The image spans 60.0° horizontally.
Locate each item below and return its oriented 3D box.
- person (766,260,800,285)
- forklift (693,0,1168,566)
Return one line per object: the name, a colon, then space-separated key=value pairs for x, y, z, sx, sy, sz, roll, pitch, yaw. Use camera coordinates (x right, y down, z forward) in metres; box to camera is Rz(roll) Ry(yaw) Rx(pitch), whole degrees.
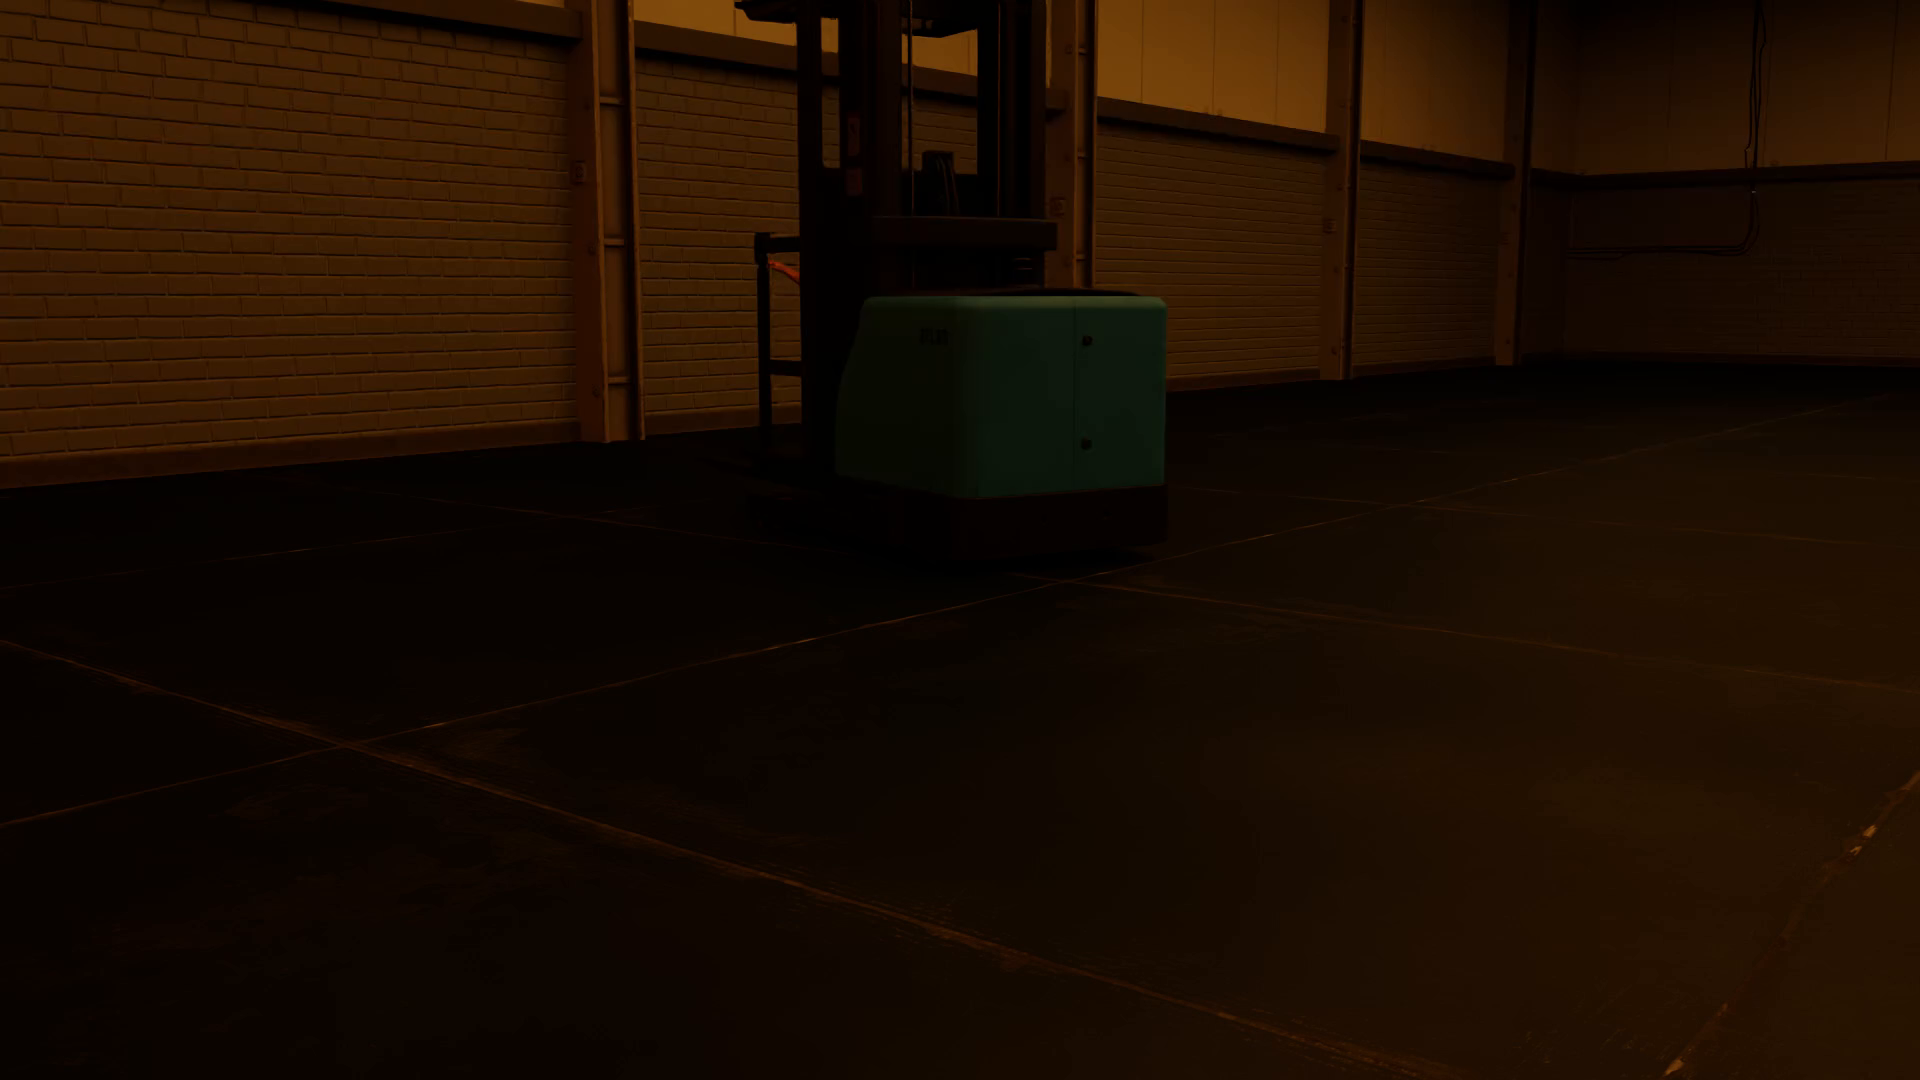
person: x=-0.760 y=-1.283 z=10.977 sx=1.026 sy=1.569 sz=0.782 roll=-1 pitch=8 yaw=-4
forklift: x=-0.350 y=-1.520 z=7.671 sx=1.130 sy=2.935 sz=3.031 roll=-5 pitch=10 yaw=-32
